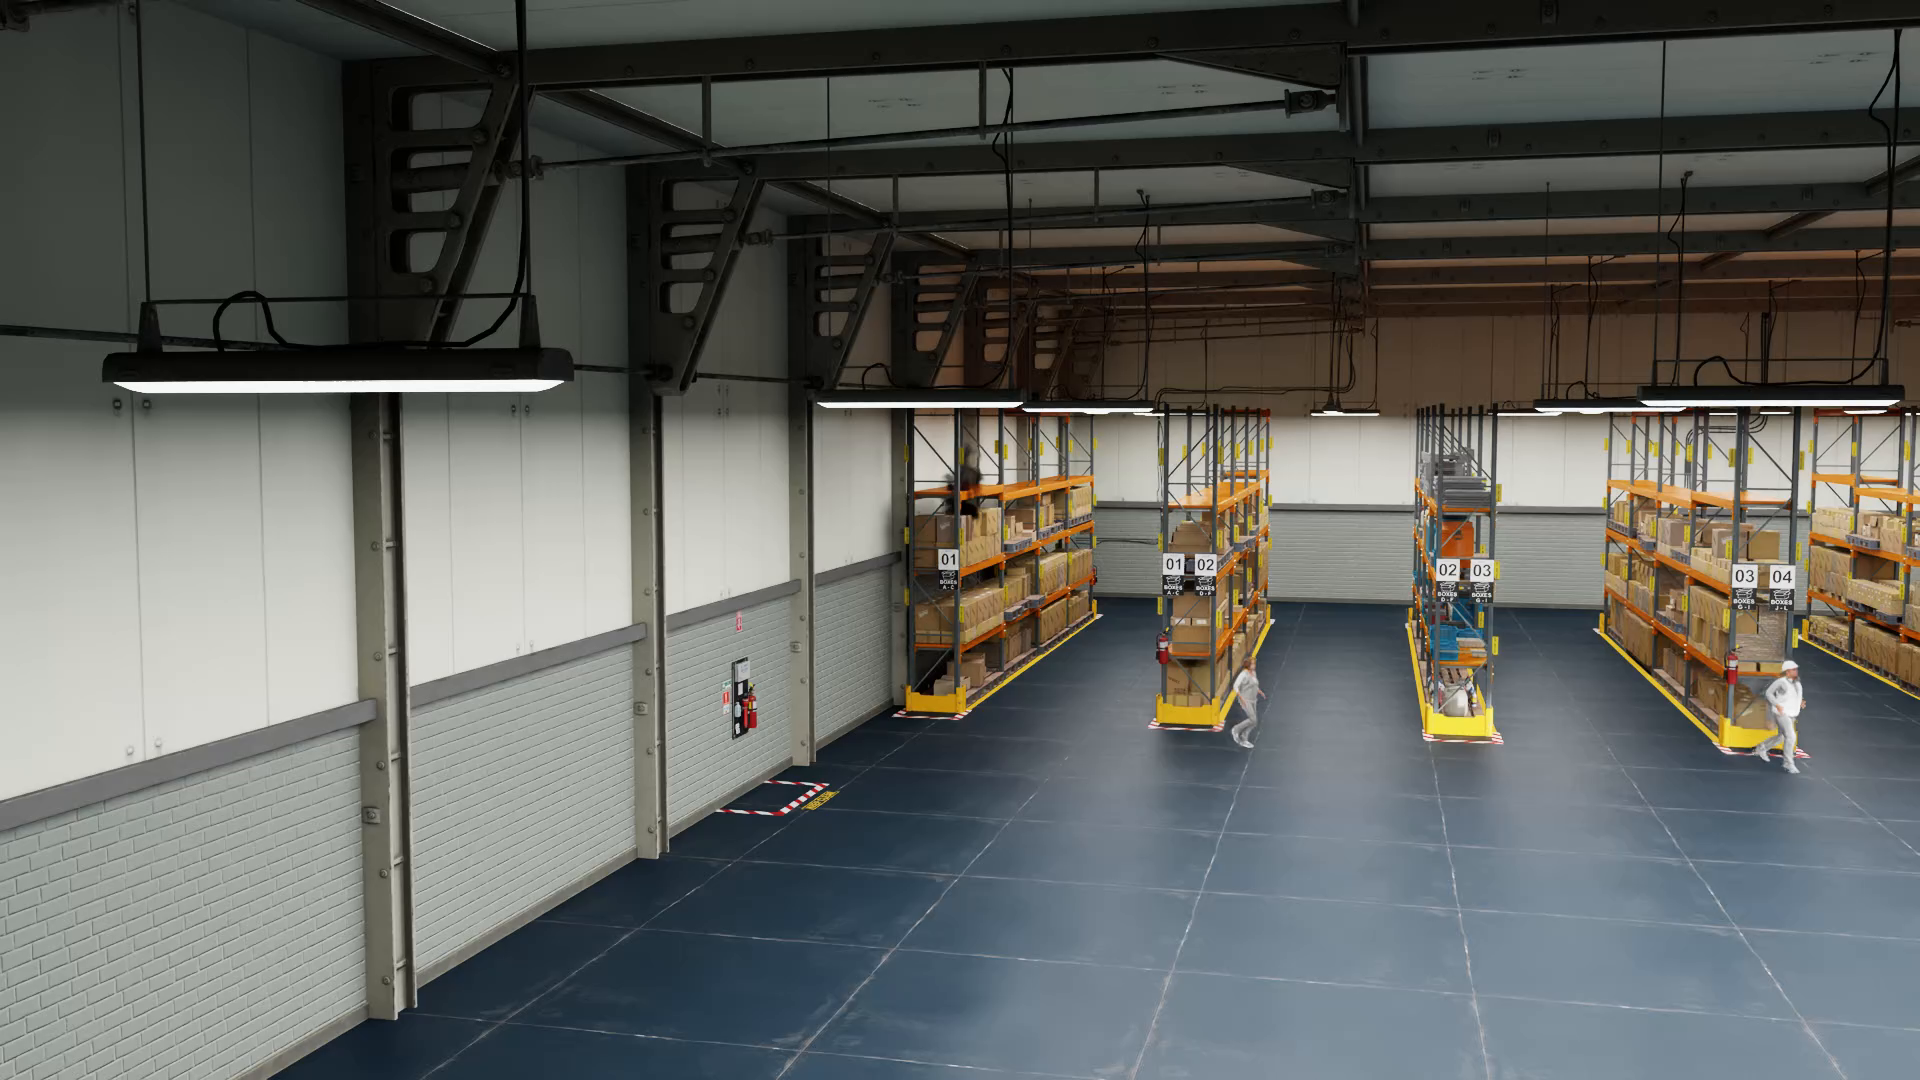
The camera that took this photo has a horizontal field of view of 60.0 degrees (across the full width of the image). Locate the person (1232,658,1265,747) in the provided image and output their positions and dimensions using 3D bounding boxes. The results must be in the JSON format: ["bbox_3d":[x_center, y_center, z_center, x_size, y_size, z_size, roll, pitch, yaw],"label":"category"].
[{"bbox_3d":[5.034,2.844,29.008,0.536,1.548,0.550,4,5,40],"label":"person"}]

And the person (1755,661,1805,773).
[{"bbox_3d":[13.481,2.858,27.258,0.660,1.804,0.834,-3,5,-32],"label":"person"}]
